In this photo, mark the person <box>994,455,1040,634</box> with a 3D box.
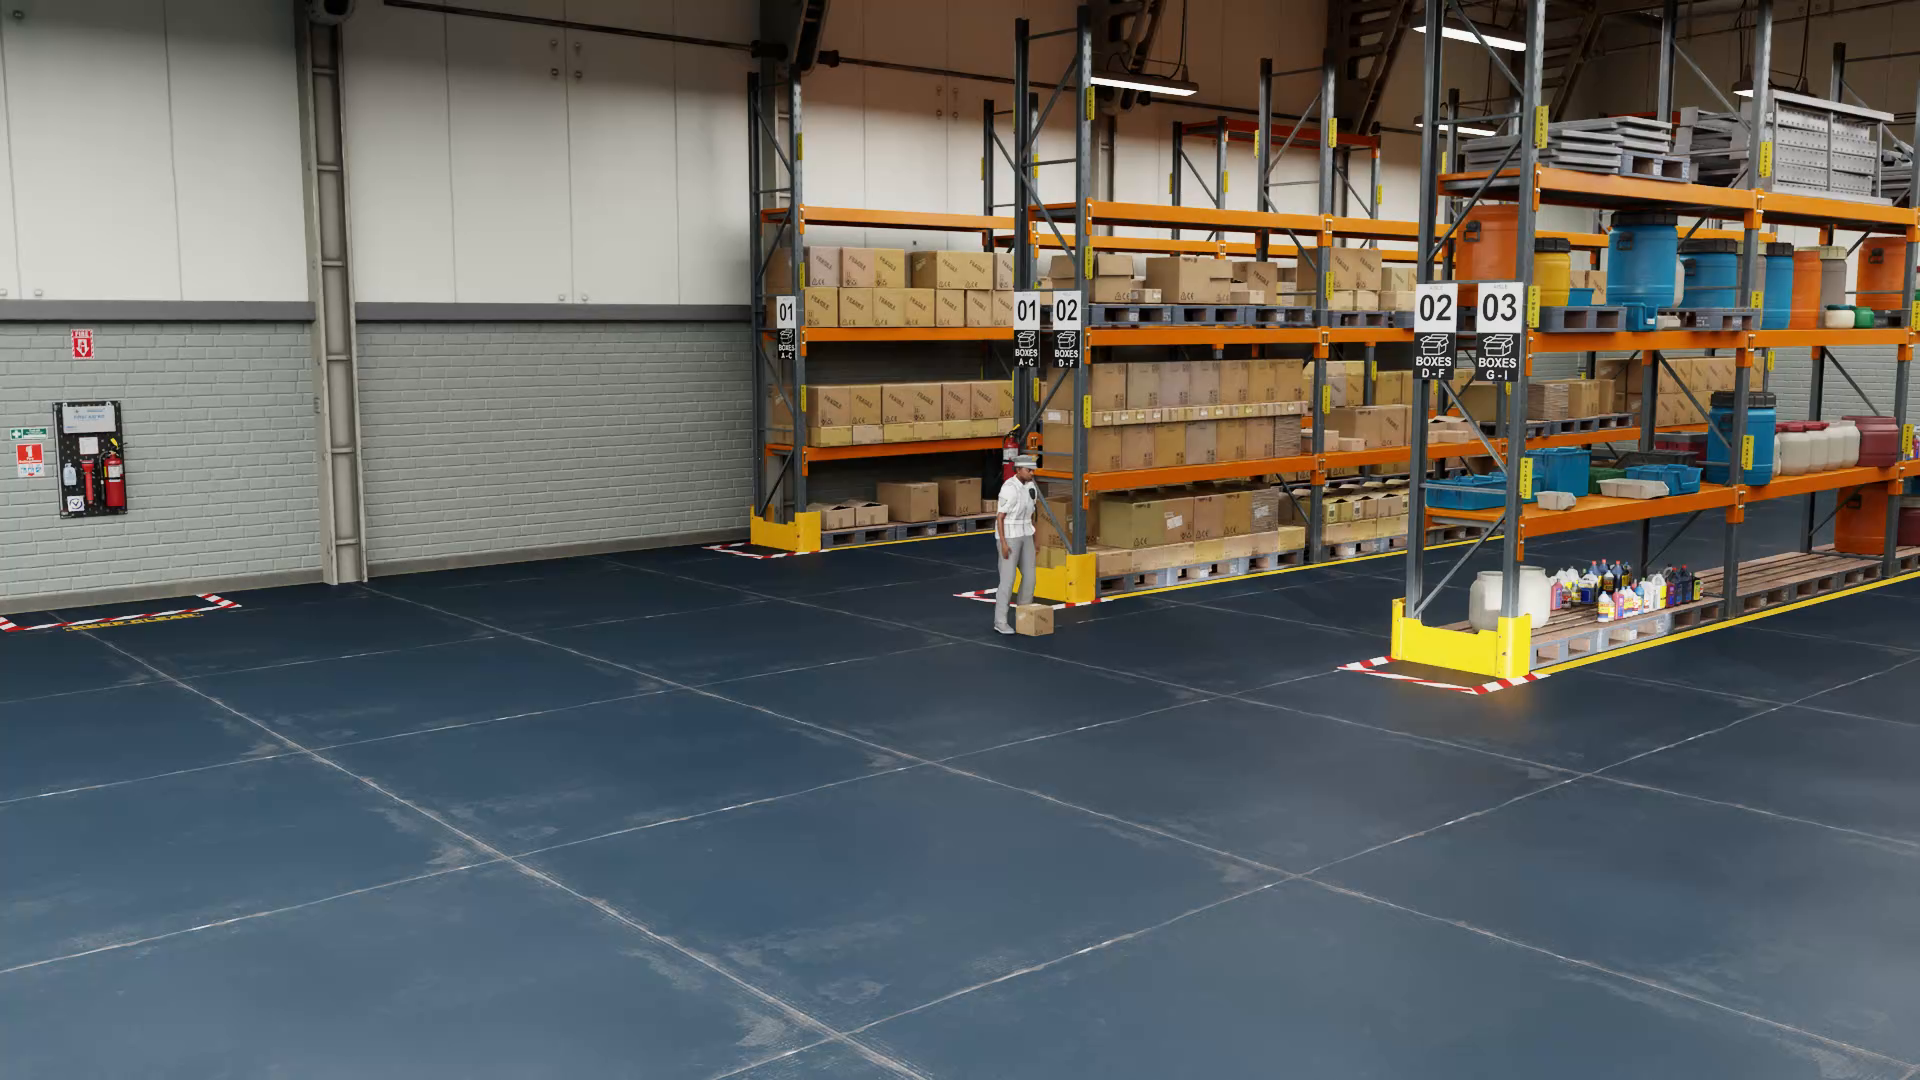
[{"bbox_3d":[0.549,0.024,15.593,0.531,1.664,0.420,-7,10,-44],"label":"person"}]
